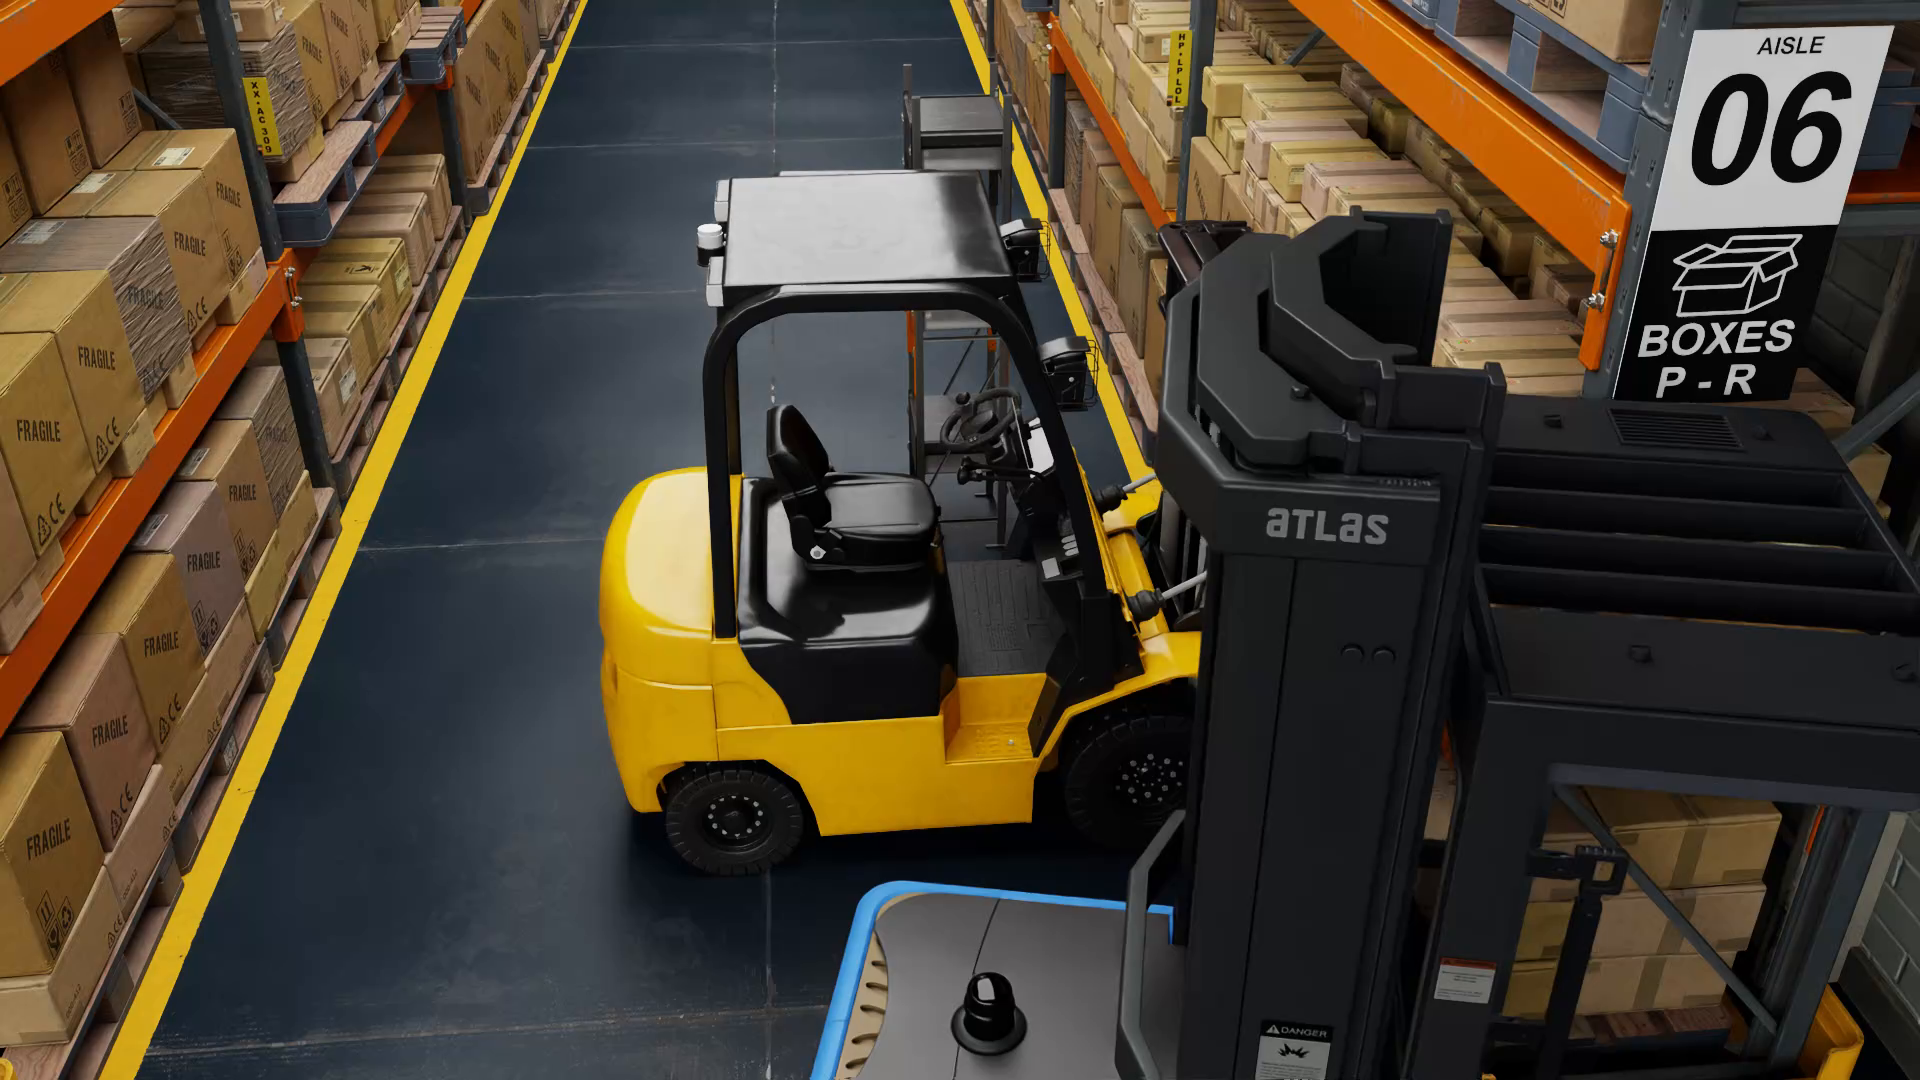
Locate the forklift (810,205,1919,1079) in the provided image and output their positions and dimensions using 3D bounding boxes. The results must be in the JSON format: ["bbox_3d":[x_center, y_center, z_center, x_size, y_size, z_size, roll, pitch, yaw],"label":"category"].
[{"bbox_3d":[1.171,0.867,3.440,3.031,2.935,1.130,4,31,7],"label":"forklift"}]

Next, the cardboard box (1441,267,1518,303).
[{"bbox_3d":[1.431,-0.697,4.972,0.380,0.149,0.250,-2,31,-3],"label":"cardboard box"}]

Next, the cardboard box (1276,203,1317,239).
[{"bbox_3d":[1.348,-1.094,5.926,0.380,0.149,0.250,-4,31,-6],"label":"cardboard box"}]

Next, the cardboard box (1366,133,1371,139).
[{"bbox_3d":[1.833,-1.646,6.850,0.380,0.149,0.250,-4,31,-6],"label":"cardboard box"}]

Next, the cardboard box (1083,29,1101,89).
[{"bbox_3d":[1.011,-2.822,9.696,0.500,0.250,0.500,-4,31,-6],"label":"cardboard box"}]

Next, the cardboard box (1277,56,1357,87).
[{"bbox_3d":[1.670,-2.114,7.633,0.380,0.149,0.250,-3,31,-6],"label":"cardboard box"}]

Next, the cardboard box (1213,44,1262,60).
[{"bbox_3d":[1.194,-2.219,7.809,0.380,0.149,0.250,-3,31,-5],"label":"cardboard box"}]

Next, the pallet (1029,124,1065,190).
[{"bbox_3d":[1.084,-2.831,12.283,1.003,0.211,1.213,-3,31,-5],"label":"pallet"}]

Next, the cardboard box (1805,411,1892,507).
[{"bbox_3d":[2.045,-0.191,4.125,0.380,0.149,0.250,-3,31,-6],"label":"cardboard box"}]

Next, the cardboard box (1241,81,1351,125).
[{"bbox_3d":[1.356,-1.746,6.728,0.380,0.149,0.250,-2,31,-4],"label":"cardboard box"}]

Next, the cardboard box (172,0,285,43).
[{"bbox_3d":[-3.144,-2.249,7.161,0.380,0.149,0.250,-3,31,-5],"label":"cardboard box"}]

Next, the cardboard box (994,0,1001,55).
[{"bbox_3d":[0.563,-4.536,14.448,0.500,0.500,0.500,-1,31,-2],"label":"cardboard box"}]

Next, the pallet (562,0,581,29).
[{"bbox_3d":[-4.310,-5.266,16.361,1.003,0.211,1.213,-3,31,-5],"label":"pallet"}]

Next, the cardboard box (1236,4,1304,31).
[{"bbox_3d":[1.633,-2.638,8.512,0.380,0.149,0.250,-3,31,-5],"label":"cardboard box"}]

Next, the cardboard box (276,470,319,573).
[{"bbox_3d":[-3.129,-0.074,7.220,0.500,0.250,0.500,-1,31,-2],"label":"cardboard box"}]

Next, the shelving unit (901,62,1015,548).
[{"bbox_3d":[-0.015,-0.986,7.353,0.431,2.100,0.503,-3,31,-5],"label":"shelving unit"}]

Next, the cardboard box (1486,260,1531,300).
[{"bbox_3d":[1.969,-0.851,5.519,0.380,0.149,0.250,-3,31,-5],"label":"cardboard box"}]

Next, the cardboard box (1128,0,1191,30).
[{"bbox_3d":[1.088,-2.739,8.680,0.380,0.149,0.250,-2,31,-4],"label":"cardboard box"}]

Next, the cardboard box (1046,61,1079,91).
[{"bbox_3d":[0.818,-3.270,11.696,0.380,0.149,0.250,-4,31,-7],"label":"cardboard box"}]

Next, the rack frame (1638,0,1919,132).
[{"bbox_3d":[1.863,-2.136,2.550,1.000,3.000,0.127,-3,31,-5],"label":"rack frame"}]

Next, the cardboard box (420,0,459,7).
[{"bbox_3d":[-3.621,-3.603,11.002,0.500,0.250,0.500,-3,31,-5],"label":"cardboard box"}]

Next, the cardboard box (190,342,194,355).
[{"bbox_3d":[-3.132,-0.714,6.265,0.380,0.149,0.250,-3,31,-5],"label":"cardboard box"}]

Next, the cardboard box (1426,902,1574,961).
[{"bbox_3d":[1.507,0.992,4.949,0.500,0.250,0.500,-3,31,-5],"label":"cardboard box"}]

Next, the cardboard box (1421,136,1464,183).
[{"bbox_3d":[1.930,-1.380,6.116,0.380,0.149,0.250,-3,31,-5],"label":"cardboard box"}]

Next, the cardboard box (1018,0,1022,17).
[{"bbox_3d":[0.674,-4.340,13.486,0.380,0.149,0.250,-3,31,-5],"label":"cardboard box"}]

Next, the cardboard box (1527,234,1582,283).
[{"bbox_3d":[2.031,-0.860,5.244,0.380,0.149,0.250,-3,31,-6],"label":"cardboard box"}]

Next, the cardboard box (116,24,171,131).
[{"bbox_3d":[-3.724,-1.939,7.273,0.500,0.500,0.500,-3,31,-6],"label":"cardboard box"}]

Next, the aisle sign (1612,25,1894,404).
[{"bbox_3d":[1.577,-0.629,3.342,0.394,0.787,0.004,-3,31,-5],"label":"aisle sign"}]

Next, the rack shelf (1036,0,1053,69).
[{"bbox_3d":[0.929,-4.357,12.821,1.077,0.370,4.000,-3,31,-5],"label":"rack shelf"}]

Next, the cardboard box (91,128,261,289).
[{"bbox_3d":[-3.163,-1.319,6.645,0.500,0.500,0.500,-4,31,-6],"label":"cardboard box"}]

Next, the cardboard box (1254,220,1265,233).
[{"bbox_3d":[1.385,-0.883,6.205,0.500,0.500,0.500,-3,31,-5],"label":"cardboard box"}]

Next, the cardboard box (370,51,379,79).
[{"bbox_3d":[-3.337,-2.534,8.903,0.380,0.149,0.250,-4,31,-6],"label":"cardboard box"}]

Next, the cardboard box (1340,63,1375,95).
[{"bbox_3d":[1.820,-1.903,6.991,0.380,0.149,0.250,-3,31,-4],"label":"cardboard box"}]

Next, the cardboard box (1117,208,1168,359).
[{"bbox_3d":[1.365,-1.426,9.118,0.875,0.625,0.625,-3,31,-5],"label":"cardboard box"}]

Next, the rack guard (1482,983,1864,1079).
[{"bbox_3d":[1.866,1.525,4.709,1.175,0.500,0.348,-3,31,-5],"label":"rack guard"}]

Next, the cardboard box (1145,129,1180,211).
[{"bbox_3d":[1.182,-1.783,7.956,0.500,0.250,0.500,-2,31,-3],"label":"cardboard box"}]

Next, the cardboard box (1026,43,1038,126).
[{"bbox_3d":[0.774,-3.481,12.680,0.500,0.500,0.500,-1,31,-2],"label":"cardboard box"}]

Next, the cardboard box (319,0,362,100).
[{"bbox_3d":[-3.290,-2.476,8.172,0.500,0.500,0.500,-3,31,-5],"label":"cardboard box"}]

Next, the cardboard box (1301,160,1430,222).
[{"bbox_3d":[1.423,-1.221,5.849,0.380,0.149,0.250,-3,31,-5],"label":"cardboard box"}]

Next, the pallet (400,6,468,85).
[{"bbox_3d":[-3.653,-2.964,9.974,1.213,0.211,1.003,-3,31,-5],"label":"pallet"}]

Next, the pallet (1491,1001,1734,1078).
[{"bbox_3d":[1.750,1.248,5.454,1.003,0.211,1.213,-3,31,-5],"label":"pallet"}]

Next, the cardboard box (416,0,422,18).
[{"bbox_3d":[-3.464,-3.188,9.998,0.380,0.149,0.250,-2,31,-4],"label":"cardboard box"}]

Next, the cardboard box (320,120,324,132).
[{"bbox_3d":[-3.306,-2.002,8.011,0.380,0.149,0.250,-1,31,-1],"label":"cardboard box"}]

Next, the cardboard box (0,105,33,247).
[{"bbox_3d":[-3.581,-1.208,5.485,0.700,0.500,0.500,-3,31,-6],"label":"cardboard box"}]

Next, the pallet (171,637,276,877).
[{"bbox_3d":[-3.237,0.800,6.205,1.003,0.211,1.213,-3,31,-5],"label":"pallet"}]

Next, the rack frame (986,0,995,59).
[{"bbox_3d":[0.742,-5.687,14.346,1.000,3.000,0.127,-3,31,-5],"label":"rack frame"}]

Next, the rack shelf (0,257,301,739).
[{"bbox_3d":[-3.265,-0.033,5.581,1.077,0.370,4.000,-3,31,-5],"label":"rack shelf"}]

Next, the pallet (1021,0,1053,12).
[{"bbox_3d":[0.983,-3.905,11.550,1.213,0.211,1.003,-3,31,-5],"label":"pallet"}]

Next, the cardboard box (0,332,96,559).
[{"bbox_3d":[-2.947,-0.271,4.891,0.500,0.500,0.500,-3,31,-6],"label":"cardboard box"}]

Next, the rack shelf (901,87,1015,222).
[{"bbox_3d":[-0.015,-1.575,7.001,0.431,0.518,0.480,-3,31,-5],"label":"rack shelf"}]

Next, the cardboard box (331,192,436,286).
[{"bbox_3d":[-3.706,-1.792,9.978,0.950,0.372,0.625,-3,31,-6],"label":"cardboard box"}]

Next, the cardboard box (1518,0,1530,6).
[{"bbox_3d":[1.484,-1.372,3.935,0.380,0.149,0.250,-4,31,-6],"label":"cardboard box"}]

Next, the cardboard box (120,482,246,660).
[{"bbox_3d":[-3.031,0.125,6.157,0.500,0.500,0.500,-1,31,-2],"label":"cardboard box"}]

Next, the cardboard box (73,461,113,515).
[{"bbox_3d":[-3.001,-0.194,5.395,0.380,0.149,0.250,-4,31,-6],"label":"cardboard box"}]

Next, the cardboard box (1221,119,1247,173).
[{"bbox_3d":[1.283,-1.616,6.801,0.380,0.149,0.250,-2,31,-3],"label":"cardboard box"}]

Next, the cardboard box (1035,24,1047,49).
[{"bbox_3d":[0.777,-3.809,12.598,0.380,0.149,0.250,-3,31,-5],"label":"cardboard box"}]

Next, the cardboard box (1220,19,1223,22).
[{"bbox_3d":[1.567,-2.805,9.180,0.500,0.250,0.500,-3,31,-6],"label":"cardboard box"}]

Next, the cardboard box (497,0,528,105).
[{"bbox_3d":[-3.970,-3.942,13.087,0.875,0.875,0.875,-2,31,-3],"label":"cardboard box"}]

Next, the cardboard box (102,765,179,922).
[{"bbox_3d":[-2.918,0.993,5.433,0.500,0.250,0.500,-2,31,-3],"label":"cardboard box"}]

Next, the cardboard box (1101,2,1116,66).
[{"bbox_3d":[1.064,-2.773,9.127,0.500,0.250,0.500,-2,31,-4],"label":"cardboard box"}]
